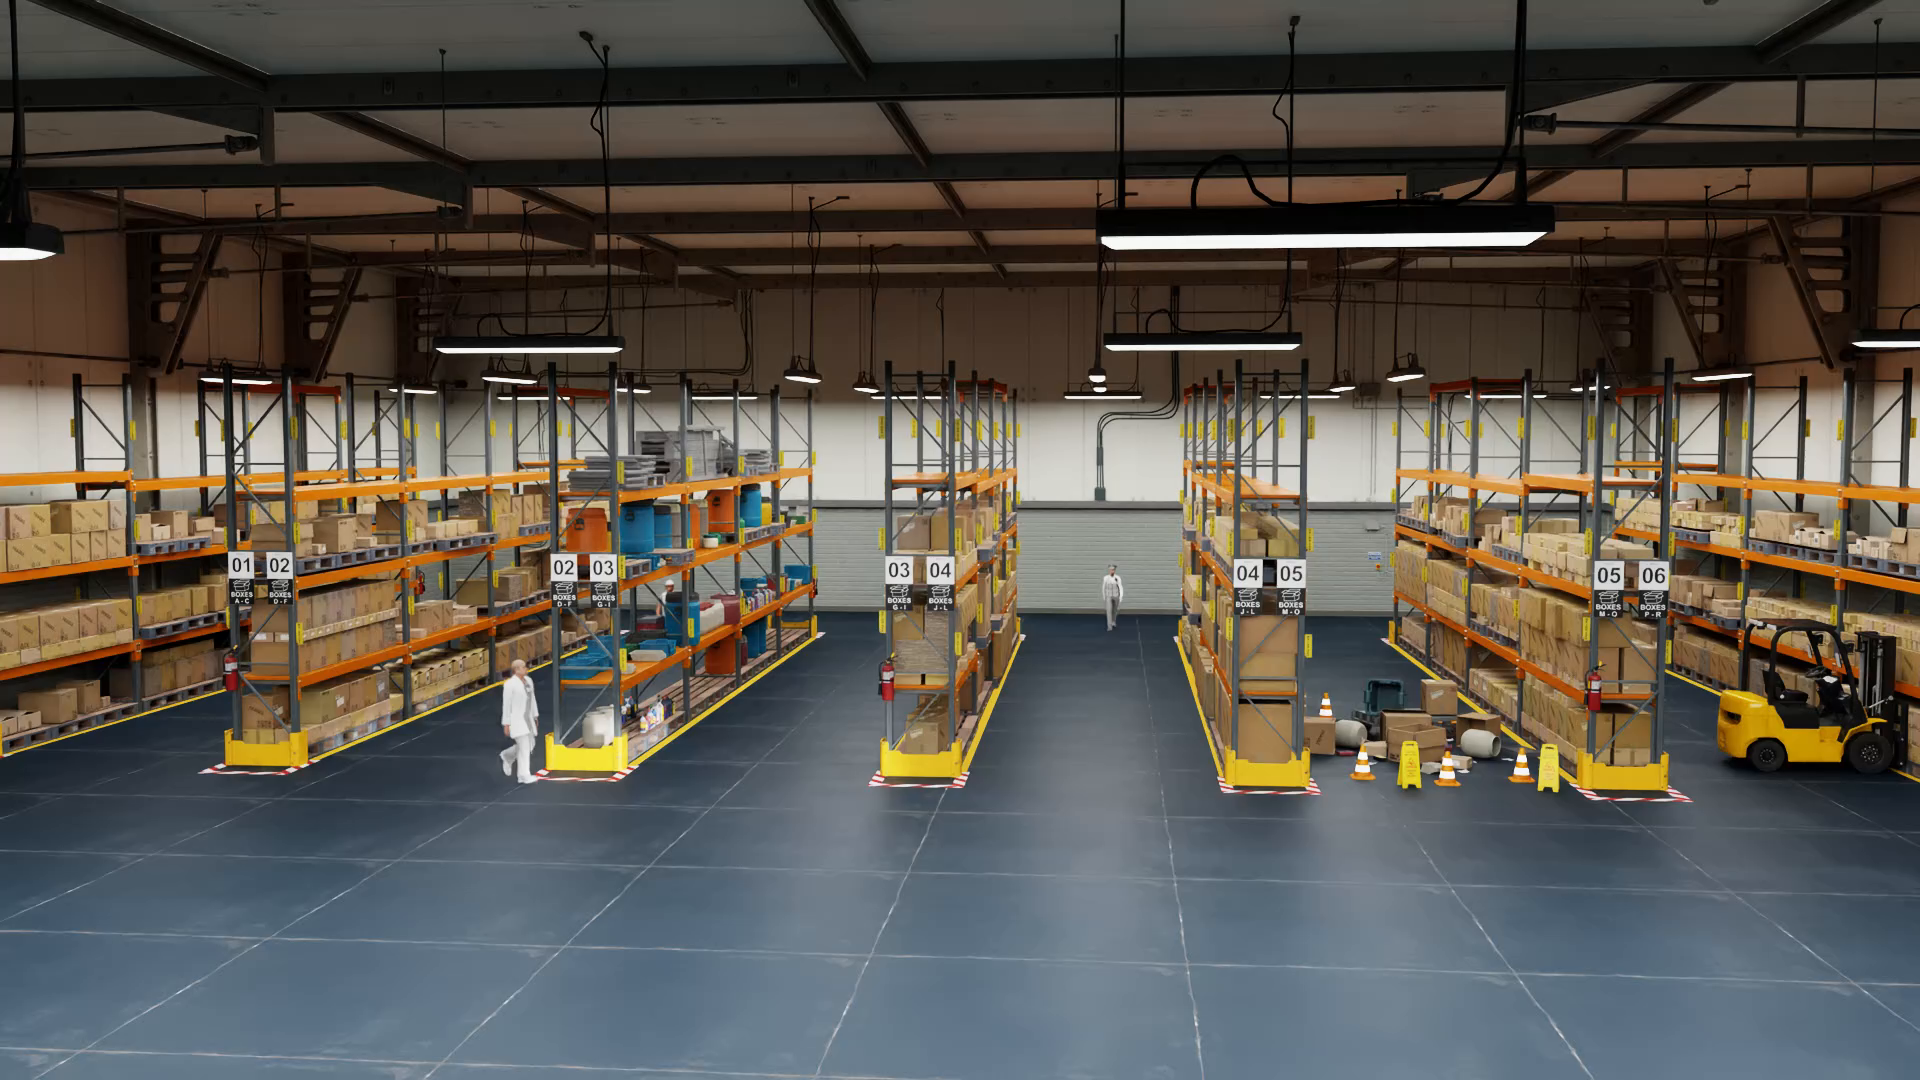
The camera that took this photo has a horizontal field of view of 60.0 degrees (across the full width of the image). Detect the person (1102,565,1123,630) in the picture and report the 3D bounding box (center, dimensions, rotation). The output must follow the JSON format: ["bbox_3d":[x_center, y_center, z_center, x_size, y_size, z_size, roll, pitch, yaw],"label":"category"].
[{"bbox_3d":[3.840,1.418,41.824,0.516,1.621,1.034,0,4,3],"label":"person"}]

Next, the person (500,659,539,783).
[{"bbox_3d":[-6.302,2.606,23.705,0.846,1.654,0.624,2,4,30],"label":"person"}]

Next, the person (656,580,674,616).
[{"bbox_3d":[-6.345,1.731,36.236,0.534,1.725,1.068,1,4,8],"label":"person"}]
